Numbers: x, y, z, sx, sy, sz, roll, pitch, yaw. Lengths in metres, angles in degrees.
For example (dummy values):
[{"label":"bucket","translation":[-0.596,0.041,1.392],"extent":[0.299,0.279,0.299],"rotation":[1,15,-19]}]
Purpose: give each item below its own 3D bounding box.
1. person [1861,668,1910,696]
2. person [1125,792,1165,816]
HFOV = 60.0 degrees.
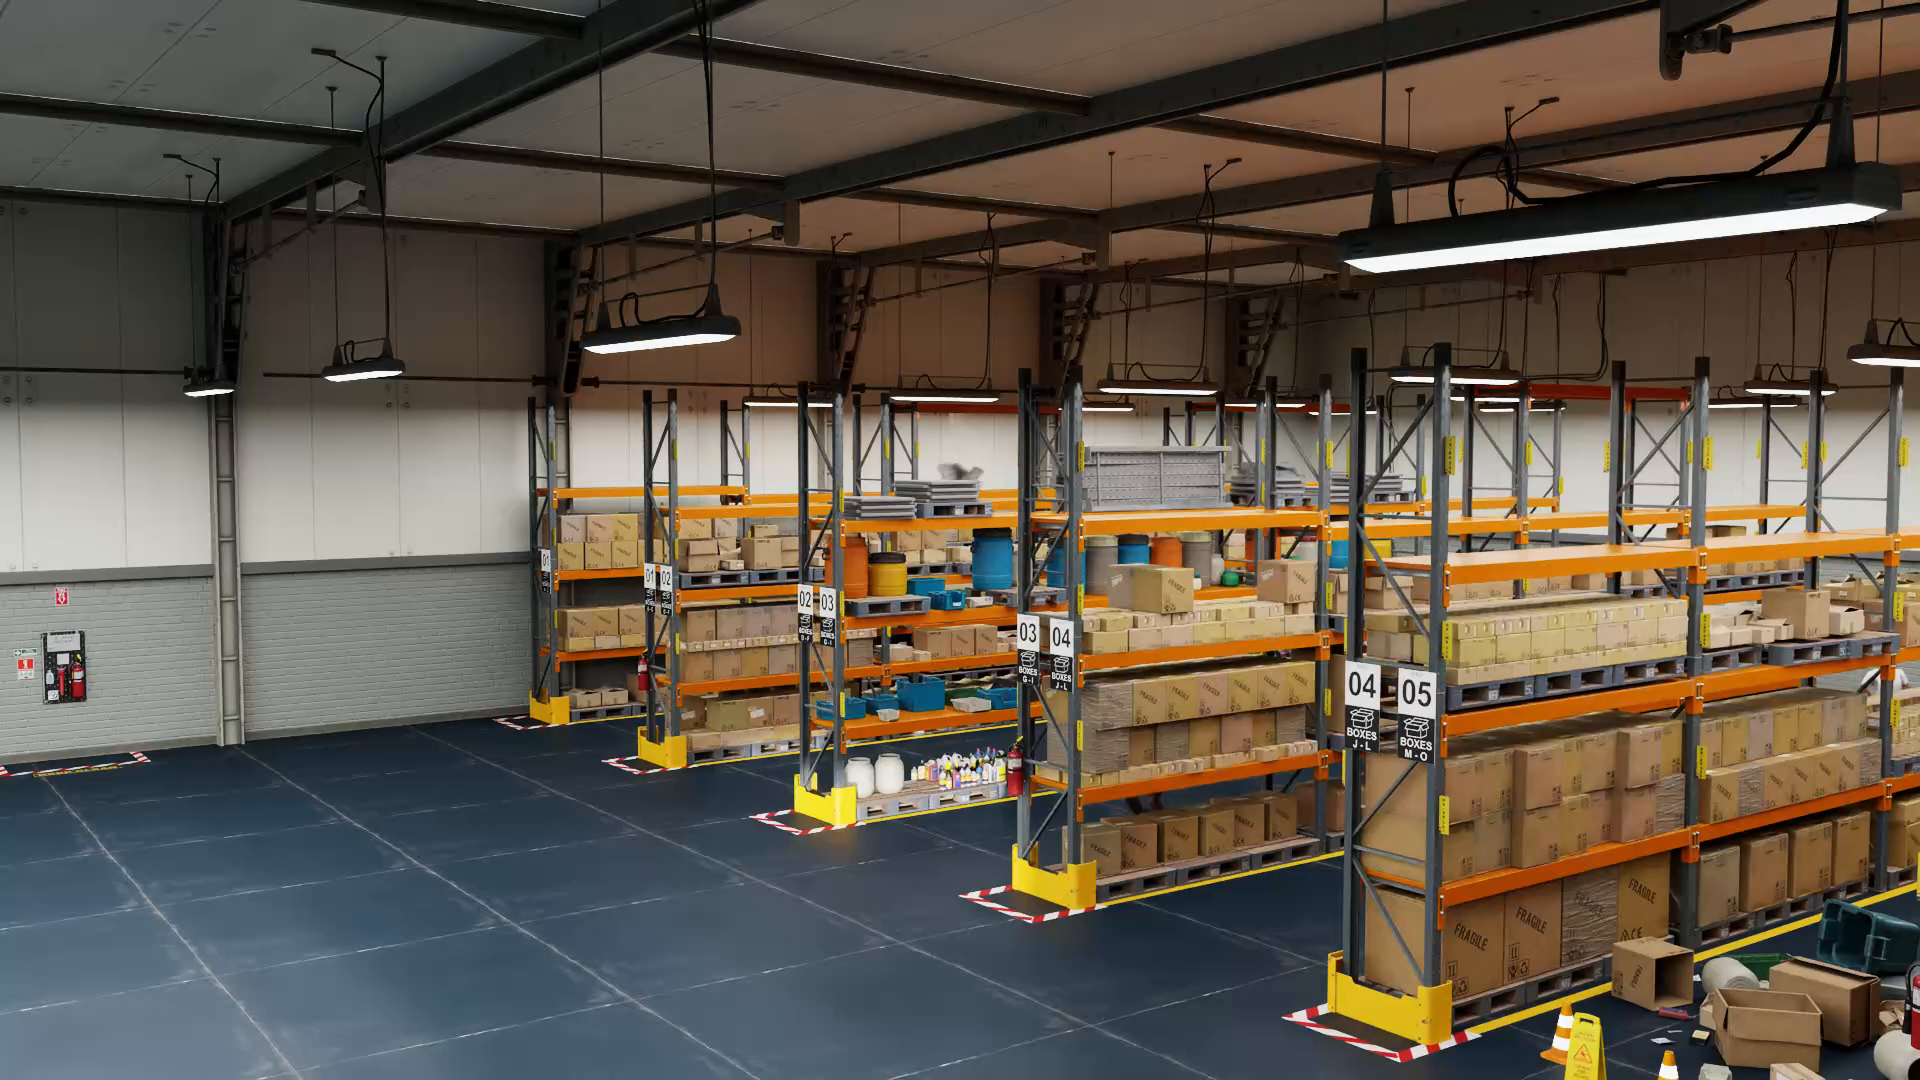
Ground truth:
[{"label":"person","translation":[15.294,2.696,27.347],"extent":[0.701,1.688,0.571],"rotation":[0,3,0]},{"label":"person","translation":[2.446,3.037,21.657],"extent":[0.726,1.736,0.633],"rotation":[-3,5,-44]}]
